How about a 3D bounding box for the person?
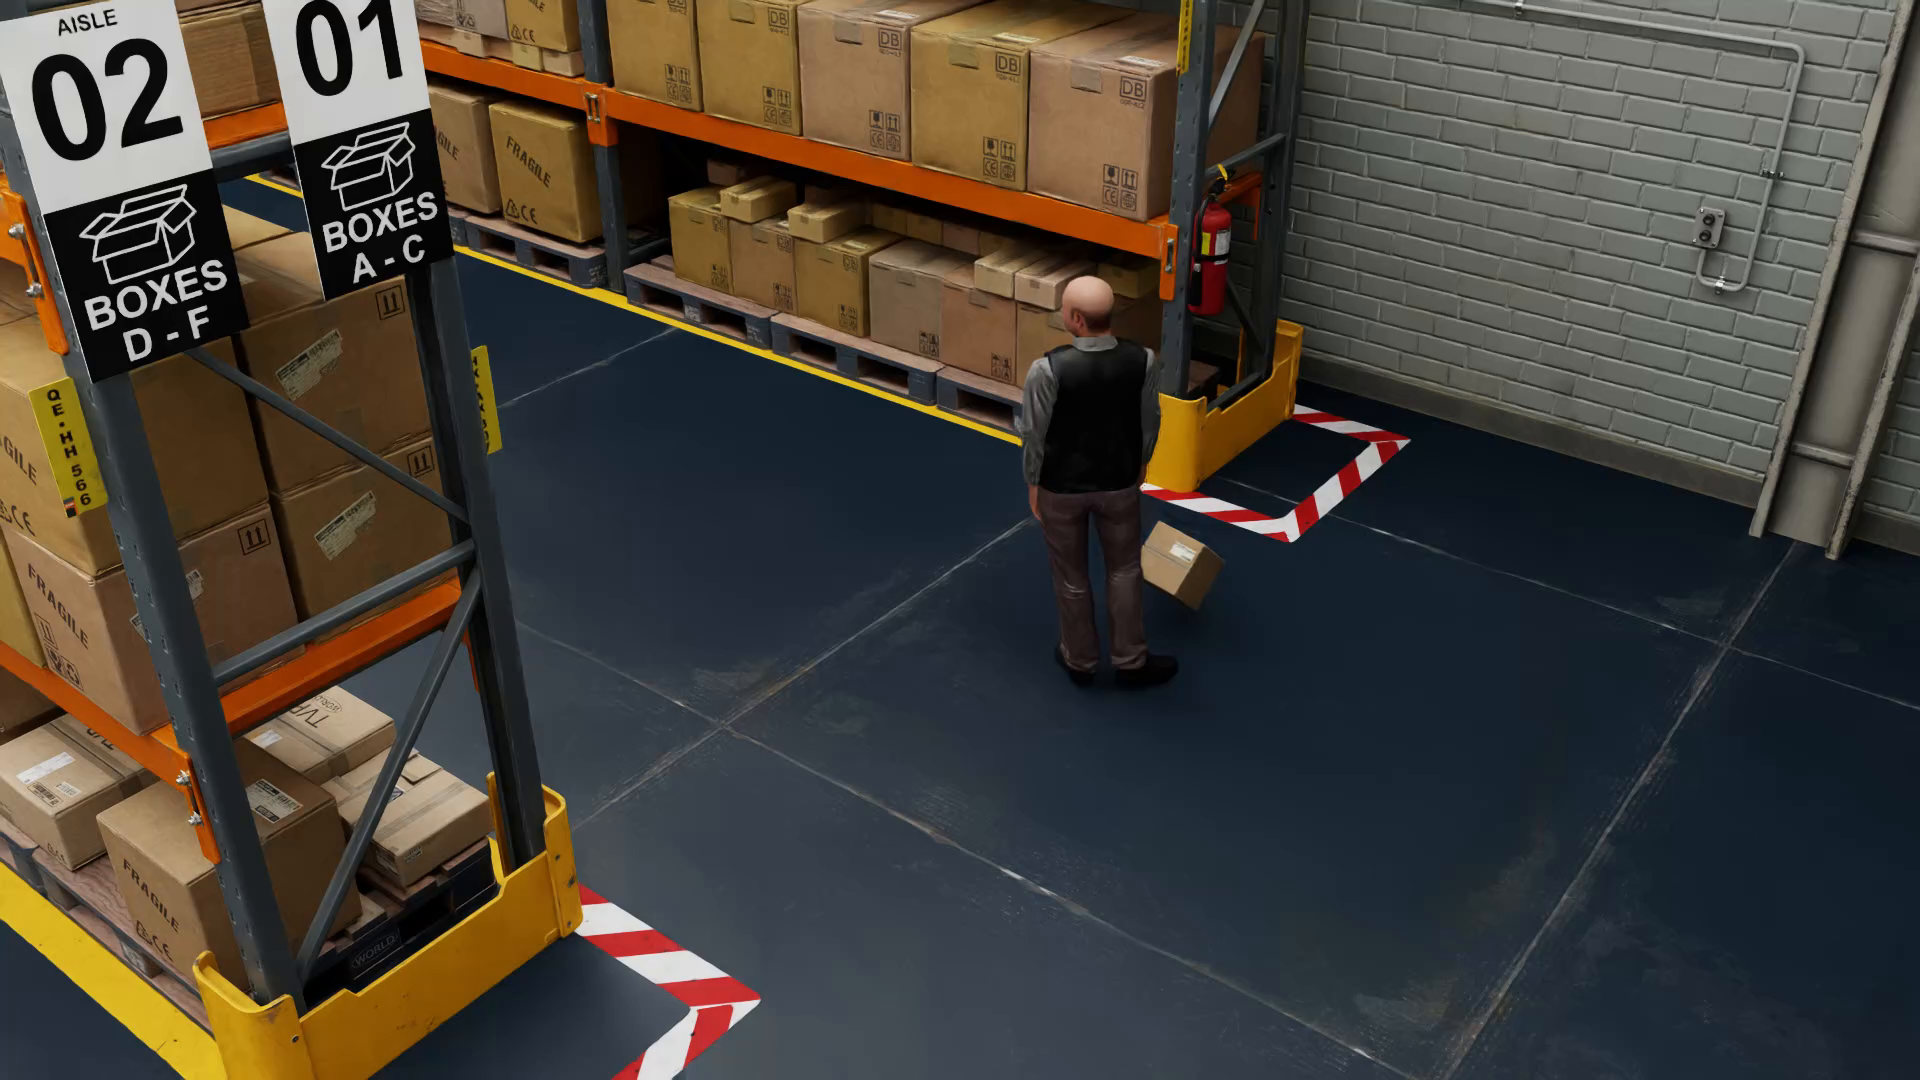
[{"bbox_3d":[0.557,-0.220,6.500,0.678,1.723,0.418,-5,31,-8],"label":"person"}]
